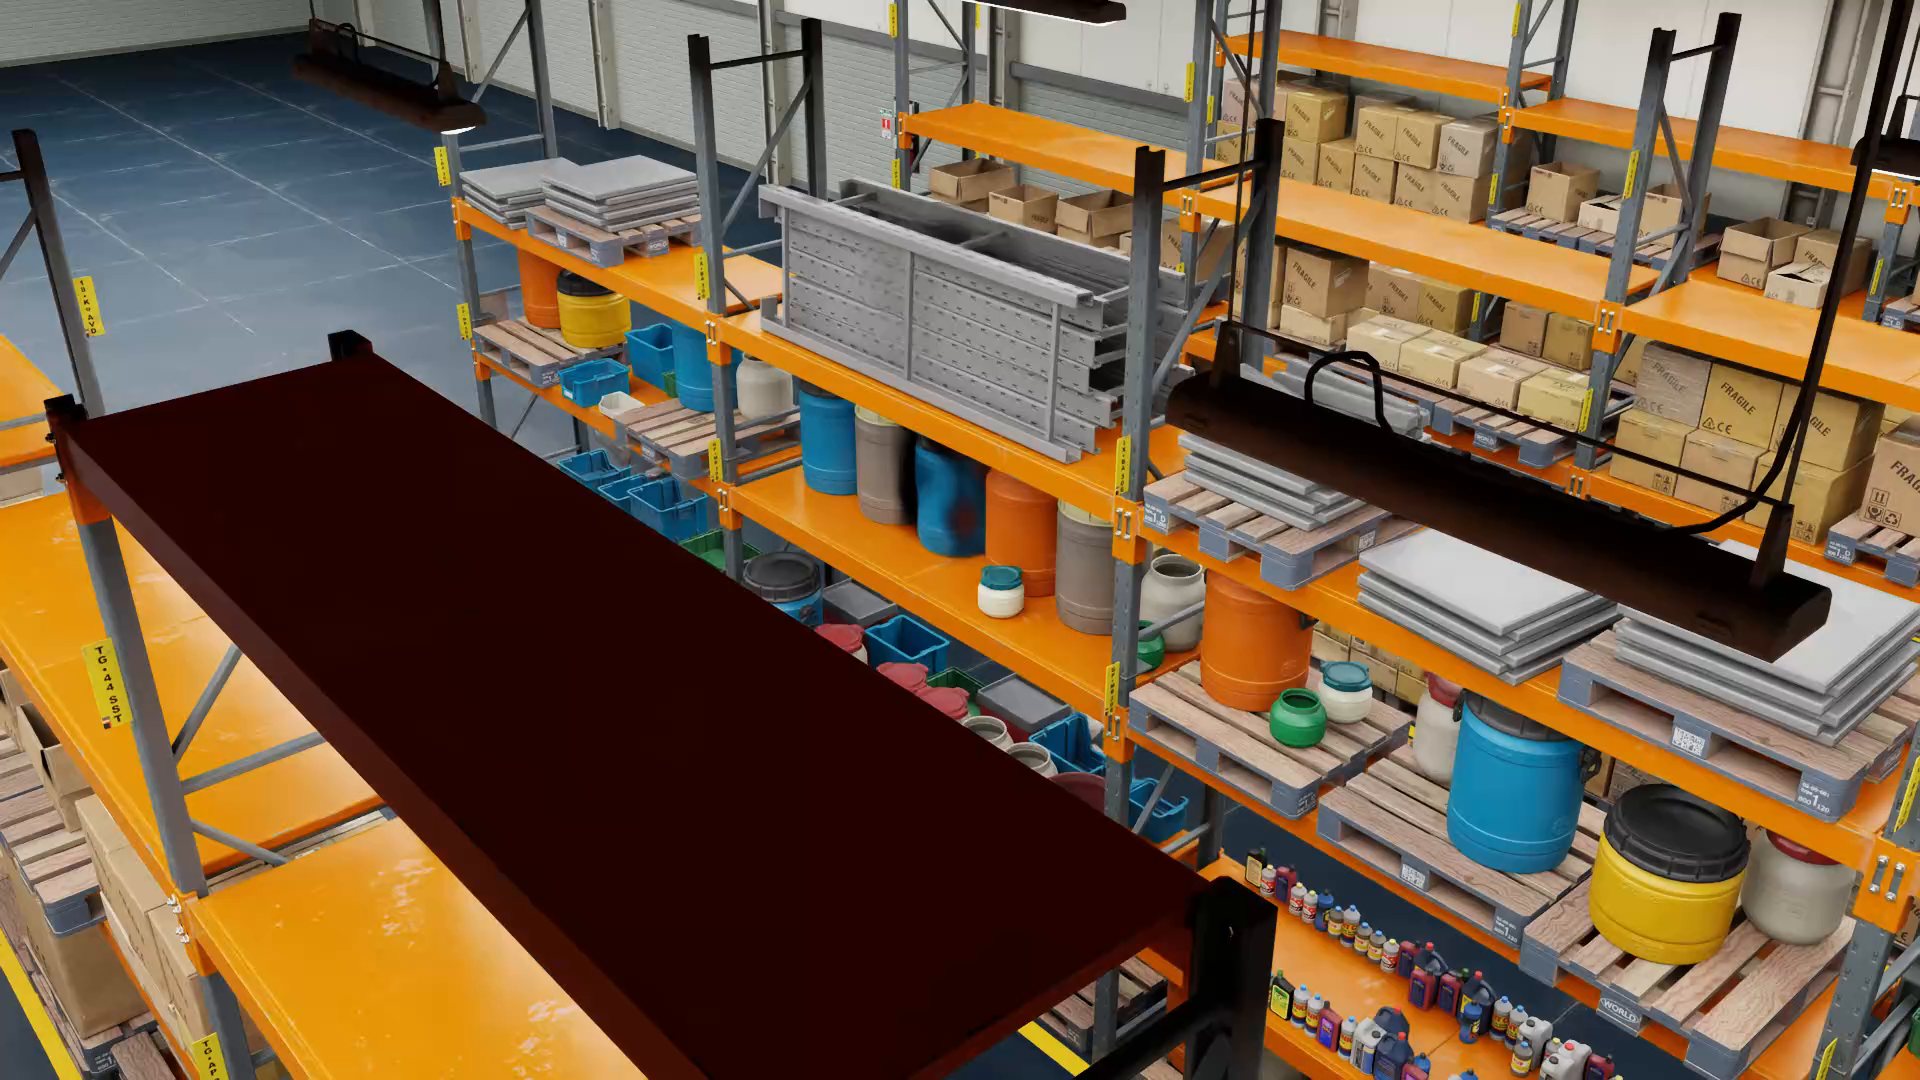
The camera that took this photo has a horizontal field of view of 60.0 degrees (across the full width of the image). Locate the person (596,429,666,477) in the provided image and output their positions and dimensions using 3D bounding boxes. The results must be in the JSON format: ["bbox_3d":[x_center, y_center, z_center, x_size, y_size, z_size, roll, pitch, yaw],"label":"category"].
[{"bbox_3d":[-3.805,-1.412,18.695,0.940,1.546,0.642,-7,28,-13],"label":"person"}]

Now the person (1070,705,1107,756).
[{"bbox_3d":[1.025,1.381,12.977,0.685,1.712,0.682,17,32,31],"label":"person"}]
